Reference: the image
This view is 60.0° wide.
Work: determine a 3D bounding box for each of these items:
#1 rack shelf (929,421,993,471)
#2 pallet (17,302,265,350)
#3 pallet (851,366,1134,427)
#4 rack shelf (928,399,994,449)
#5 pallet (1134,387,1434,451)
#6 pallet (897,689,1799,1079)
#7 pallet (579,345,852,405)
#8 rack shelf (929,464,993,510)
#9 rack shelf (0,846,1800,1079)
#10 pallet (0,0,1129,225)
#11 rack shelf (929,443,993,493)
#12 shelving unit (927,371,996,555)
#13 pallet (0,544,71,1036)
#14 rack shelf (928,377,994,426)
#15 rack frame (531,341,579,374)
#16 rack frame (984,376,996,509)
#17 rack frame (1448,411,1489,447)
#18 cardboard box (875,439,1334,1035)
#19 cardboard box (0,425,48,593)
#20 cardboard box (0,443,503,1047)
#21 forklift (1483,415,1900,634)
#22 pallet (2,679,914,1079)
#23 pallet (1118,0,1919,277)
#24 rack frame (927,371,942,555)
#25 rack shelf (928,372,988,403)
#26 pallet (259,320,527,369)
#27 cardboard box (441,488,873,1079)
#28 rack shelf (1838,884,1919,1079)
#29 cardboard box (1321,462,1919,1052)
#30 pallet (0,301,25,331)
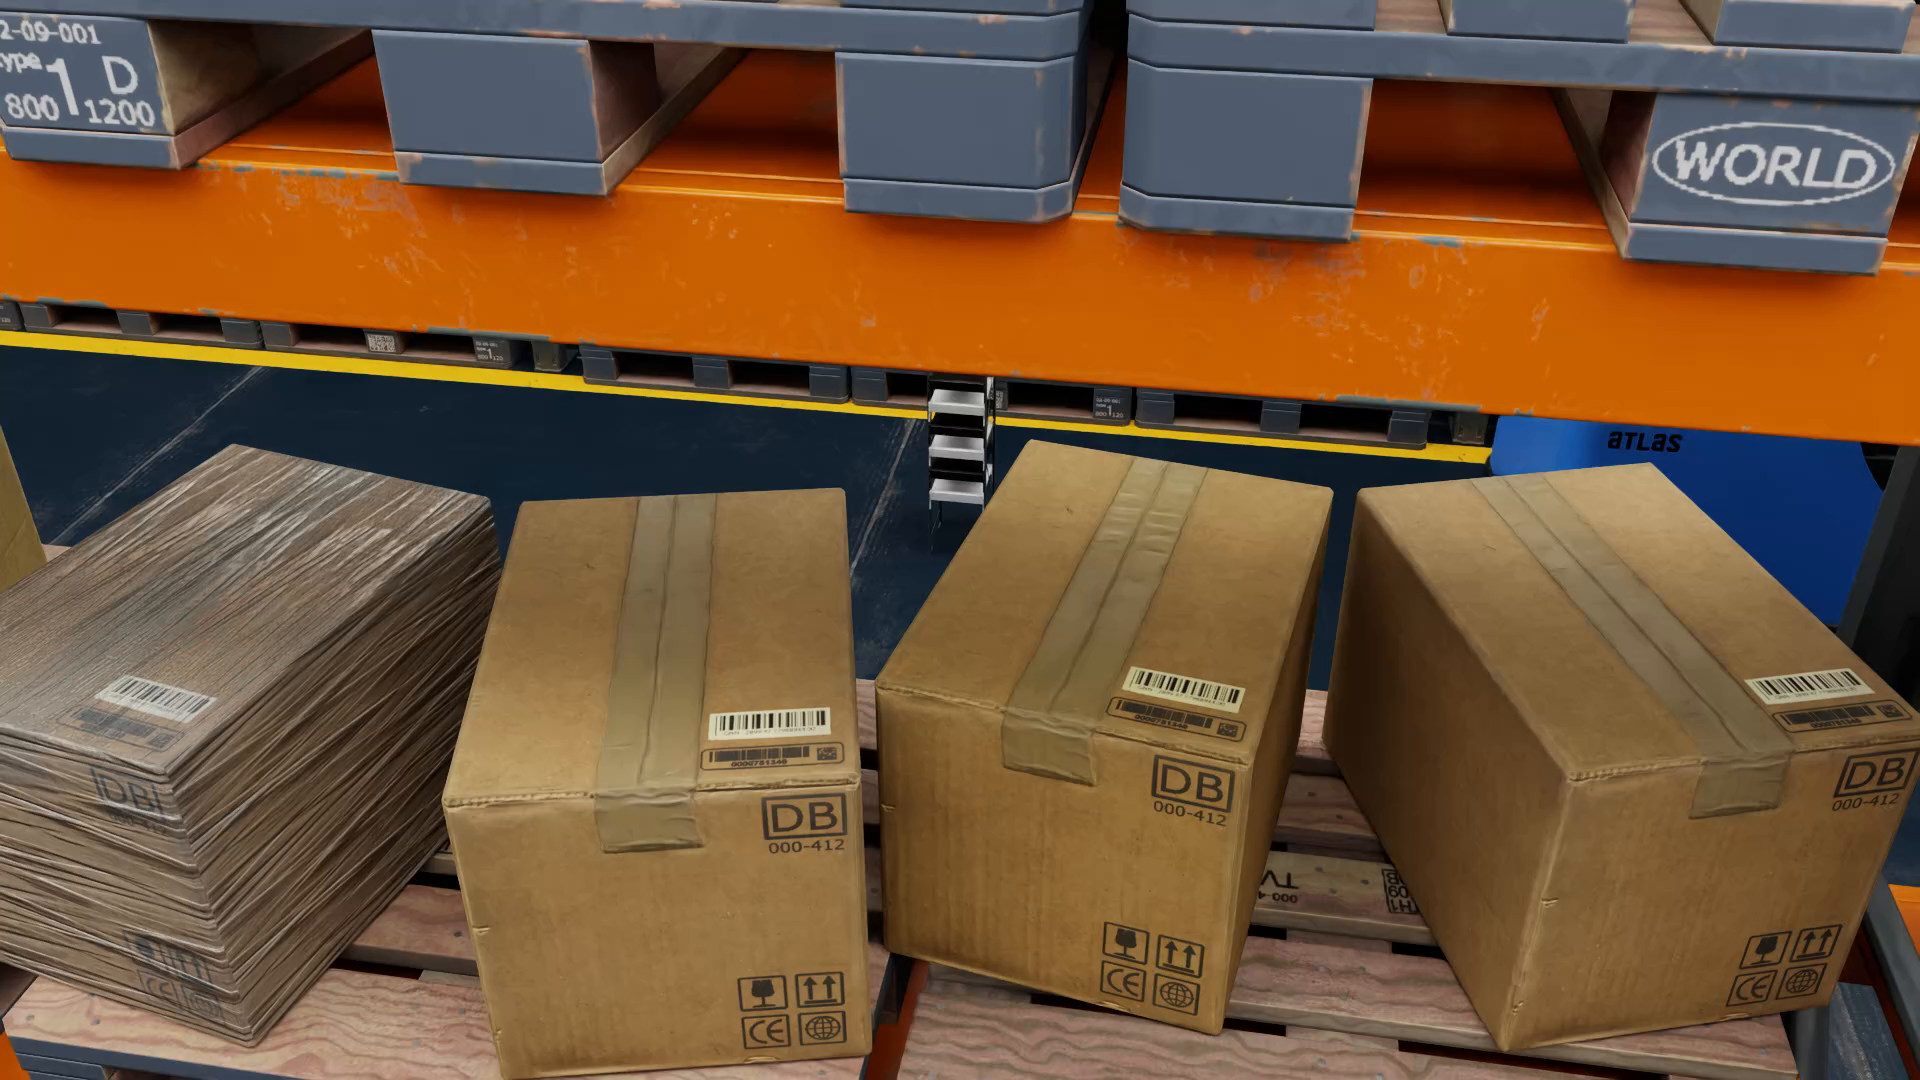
[{"bbox_3d":[0.008,-0.352,6.028,0.200,0.077,0.258,5,32,8],"label":"rack shelf"},{"bbox_3d":[-3.729,-1.278,8.093,1.213,0.211,1.003,5,32,8],"label":"pallet"},{"bbox_3d":[0.204,-0.878,7.453,1.213,0.211,1.003,5,32,8],"label":"pallet"},{"bbox_3d":[0.008,-0.429,5.980,0.200,0.077,0.258,5,32,8],"label":"rack shelf"},{"bbox_3d":[1.410,-0.770,7.281,1.213,0.211,1.003,5,32,8],"label":"pallet"},{"bbox_3d":[0.584,0.622,2.611,1.213,0.211,1.003,5,32,8],"label":"pallet"},{"bbox_3d":[-0.995,-0.988,7.629,1.213,0.211,1.003,5,32,8],"label":"pallet"},{"bbox_3d":[0.008,-0.200,6.123,0.200,0.077,0.258,5,32,8],"label":"rack shelf"},{"bbox_3d":[-0.618,0.795,2.831,4.000,0.370,1.077,5,32,8],"label":"rack shelf"},{"bbox_3d":[-0.301,-0.709,1.906,1.003,0.211,1.213,5,32,8],"label":"pallet"},{"bbox_3d":[0.008,-0.276,6.076,0.200,0.077,0.258,5,32,8],"label":"rack shelf"},{"bbox_3d":[0.008,-0.381,6.010,0.210,0.900,0.258,5,32,8],"label":"shelving unit"},{"bbox_3d":[-1.910,0.417,2.938,1.003,0.211,1.213,5,32,8],"label":"pallet"},{"bbox_3d":[0.008,-0.505,5.932,0.200,0.077,0.258,5,32,8],"label":"rack shelf"},{"bbox_3d":[-1.760,-2.280,7.065,0.127,3.000,1.000,5,32,8],"label":"rack frame"},{"bbox_3d":[0.108,-0.372,5.996,0.006,0.900,0.240,5,32,8],"label":"rack frame"},{"bbox_3d":[2.183,-1.922,6.494,0.127,3.000,1.000,5,32,8],"label":"rack frame"},{"bbox_3d":[0.236,0.261,2.516,0.500,0.500,0.700,10,33,16],"label":"cardboard box"},{"bbox_3d":[-1.950,0.088,2.791,0.500,0.500,0.700,-5,32,-8],"label":"cardboard box"},{"bbox_3d":[-1.080,0.270,2.501,0.500,0.500,0.700,11,34,17],"label":"cardboard box"},{"bbox_3d":[3.391,-0.947,5.001,3.031,2.935,1.130,4,32,6],"label":"forklift"},{"bbox_3d":[-0.672,0.564,2.702,1.213,0.211,1.003,5,32,8],"label":"pallet"},{"bbox_3d":[0.722,-0.618,1.760,1.003,0.211,1.213,5,32,8],"label":"pallet"},{"bbox_3d":[-0.092,-0.390,6.025,0.006,0.900,0.240,5,32,8],"label":"rack frame"},{"bbox_3d":[0.008,-0.581,5.884,0.200,0.077,0.258,5,32,8],"label":"rack shelf"},{"bbox_3d":[-2.530,-1.168,7.917,1.213,0.211,1.003,5,32,8],"label":"pallet"},{"bbox_3d":[-0.399,0.323,2.417,0.500,0.500,0.700,-3,32,-4],"label":"cardboard box"},{"bbox_3d":[3.325,1.152,2.260,4.000,0.370,1.077,5,32,8],"label":"rack shelf"},{"bbox_3d":[0.924,0.289,2.471,0.500,0.500,0.700,-5,32,-8],"label":"cardboard box"},{"bbox_3d":[-4.935,-1.386,8.265,1.213,0.211,1.003,5,32,8],"label":"pallet"}]
